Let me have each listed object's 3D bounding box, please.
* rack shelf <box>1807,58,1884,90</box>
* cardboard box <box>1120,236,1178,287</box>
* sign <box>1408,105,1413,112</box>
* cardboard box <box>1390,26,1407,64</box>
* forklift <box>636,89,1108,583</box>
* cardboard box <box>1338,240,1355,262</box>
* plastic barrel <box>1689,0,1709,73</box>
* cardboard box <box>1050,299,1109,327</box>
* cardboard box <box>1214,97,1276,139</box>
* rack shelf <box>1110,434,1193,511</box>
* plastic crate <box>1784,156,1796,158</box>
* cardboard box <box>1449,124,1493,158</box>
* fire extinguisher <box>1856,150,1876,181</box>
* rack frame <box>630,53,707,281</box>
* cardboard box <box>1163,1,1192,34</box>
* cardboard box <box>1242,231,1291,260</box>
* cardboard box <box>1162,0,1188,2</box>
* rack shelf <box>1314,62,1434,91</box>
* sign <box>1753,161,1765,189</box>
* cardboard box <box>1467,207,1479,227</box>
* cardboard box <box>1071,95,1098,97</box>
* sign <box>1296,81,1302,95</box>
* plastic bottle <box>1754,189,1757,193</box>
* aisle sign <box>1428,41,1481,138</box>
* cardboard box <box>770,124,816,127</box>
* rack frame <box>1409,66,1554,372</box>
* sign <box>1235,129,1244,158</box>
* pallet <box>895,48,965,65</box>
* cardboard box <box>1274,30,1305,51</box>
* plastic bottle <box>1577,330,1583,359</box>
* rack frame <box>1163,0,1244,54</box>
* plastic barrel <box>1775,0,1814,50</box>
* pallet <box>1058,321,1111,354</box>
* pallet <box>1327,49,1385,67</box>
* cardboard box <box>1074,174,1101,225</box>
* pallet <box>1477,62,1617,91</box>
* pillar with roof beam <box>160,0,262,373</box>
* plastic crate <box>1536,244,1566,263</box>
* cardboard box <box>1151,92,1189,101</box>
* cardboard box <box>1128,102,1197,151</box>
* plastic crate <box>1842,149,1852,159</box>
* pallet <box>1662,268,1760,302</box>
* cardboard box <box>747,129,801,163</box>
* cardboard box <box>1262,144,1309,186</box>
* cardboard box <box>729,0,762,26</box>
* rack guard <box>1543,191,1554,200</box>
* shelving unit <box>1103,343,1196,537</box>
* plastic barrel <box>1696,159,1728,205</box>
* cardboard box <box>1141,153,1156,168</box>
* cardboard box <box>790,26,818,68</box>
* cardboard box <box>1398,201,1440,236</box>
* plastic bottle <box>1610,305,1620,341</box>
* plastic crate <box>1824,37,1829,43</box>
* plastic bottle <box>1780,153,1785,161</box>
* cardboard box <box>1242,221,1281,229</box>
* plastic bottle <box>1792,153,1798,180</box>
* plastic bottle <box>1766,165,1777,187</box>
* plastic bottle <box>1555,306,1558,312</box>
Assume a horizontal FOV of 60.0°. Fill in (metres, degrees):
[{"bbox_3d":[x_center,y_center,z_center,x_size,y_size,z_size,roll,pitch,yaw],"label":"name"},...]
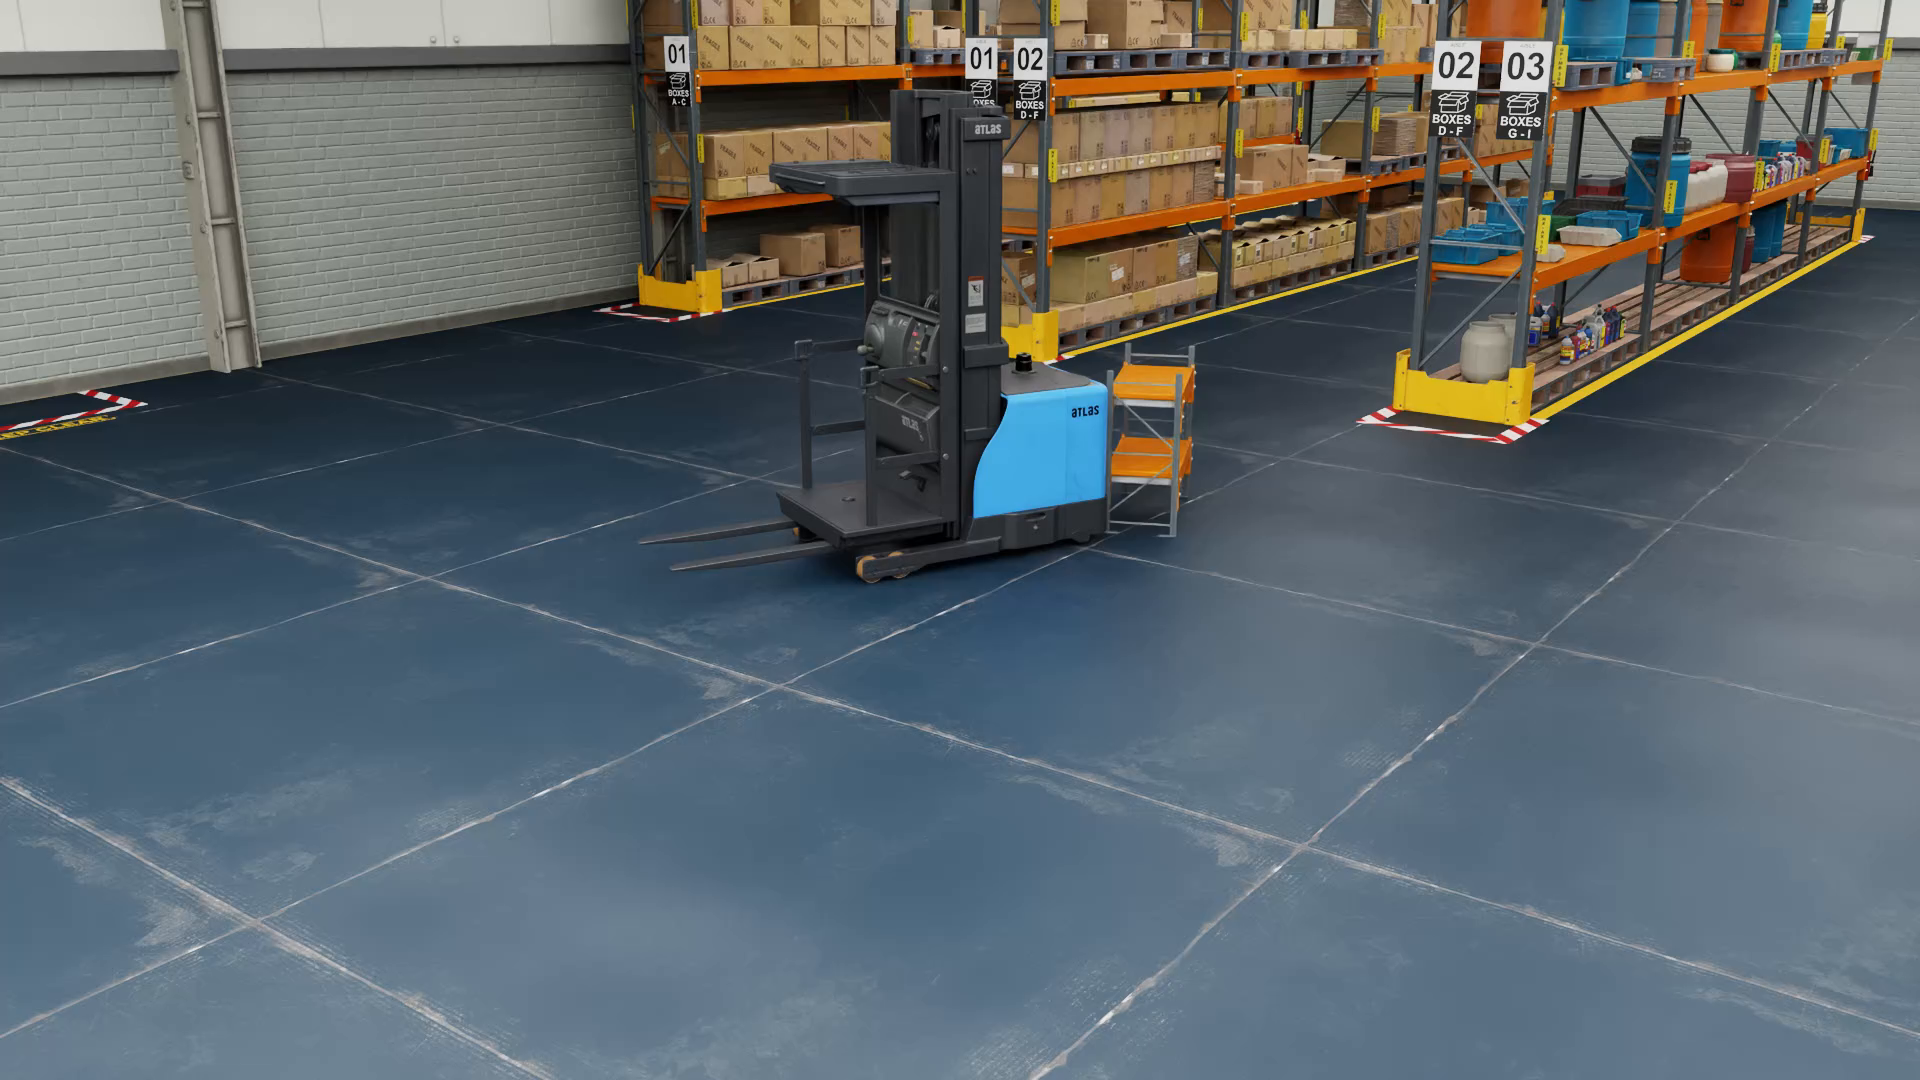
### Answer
[{"bbox_3d":[12.809,-6.960,24.754,1.077,0.370,4.000,12,21,35],"label":"rack shelf"},{"bbox_3d":[2.172,-3.225,19.236,0.500,0.500,0.500,12,21,35],"label":"cardboard box"},{"bbox_3d":[7.201,-6.779,26.554,0.100,0.325,0.005,12,21,35],"label":"sign"},{"bbox_3d":[5.795,-7.030,23.597,0.910,0.500,0.500,12,21,35],"label":"cardboard box"},{"bbox_3d":[-0.552,-1.310,10.520,3.031,2.935,1.130,-9,20,-27],"label":"forklift"},{"bbox_3d":[5.140,-4.037,23.115,0.500,0.250,0.500,13,21,36],"label":"cardboard box"},{"bbox_3d":[8.180,-5.767,18.974,0.600,0.830,0.708,12,21,35],"label":"plastic barrel"},{"bbox_3d":[1.284,-2.509,18.192,0.500,0.250,0.500,12,21,35],"label":"cardboard box"},{"bbox_3d":[5.324,-7.943,31.258,0.980,0.700,0.700,12,21,34],"label":"cardboard box"},{"bbox_3d":[1.334,-0.489,11.746,0.538,0.278,1.000,4,18,12],"label":"rack shelf"},{"bbox_3d":[12.068,-5.606,24.602,0.437,0.125,0.590,12,21,35],"label":"plastic crate"},{"bbox_3d":[8.164,-6.392,26.601,0.500,0.500,0.500,13,22,36],"label":"cardboard box"},{"bbox_3d":[14.455,-6.088,26.550,0.296,0.674,0.183,12,21,35],"label":"fire extinguisher"},{"bbox_3d":[-3.489,-4.287,19.992,1.000,3.000,0.127,12,21,35],"label":"rack frame"},{"bbox_3d":[2.363,-6.040,19.465,0.500,0.500,0.500,15,22,39],"label":"cardboard box"},{"bbox_3d":[3.931,-3.817,21.460,0.500,0.311,0.500,12,21,33],"label":"cardboard box"},{"bbox_3d":[3.889,-9.320,29.253,0.500,0.500,0.500,12,21,34],"label":"cardboard box"},{"bbox_3d":[6.450,-6.884,24.508,1.077,0.370,4.000,12,21,35],"label":"rack shelf"},{"bbox_3d":[9.680,-4.425,20.159,0.100,0.325,0.005,12,21,35],"label":"sign"},{"bbox_3d":[8.065,-5.259,26.912,0.500,0.311,0.500,12,21,35],"label":"cardboard box"},{"bbox_3d":[1.959,-7.148,27.237,0.500,0.250,0.500,12,21,33],"label":"cardboard box"},{"bbox_3d":[6.472,-8.665,31.737,0.100,0.325,0.005,12,21,35],"label":"sign"},{"bbox_3d":[9.984,-4.503,20.882,0.061,0.283,0.133,12,21,35],"label":"plastic bottle"},{"bbox_3d":[4.186,-3.814,14.083,0.394,0.787,0.004,12,21,35],"label":"aisle sign"},{"bbox_3d":[-2.166,-5.221,21.953,0.500,0.500,0.500,13,22,36],"label":"cardboard box"},{"bbox_3d":[4.467,-2.537,14.355,1.000,3.000,0.127,12,21,35],"label":"rack frame"},{"bbox_3d":[3.321,-4.719,19.789,0.100,0.325,0.005,12,21,35],"label":"sign"},{"bbox_3d":[-0.653,-6.711,23.056,1.213,0.211,1.003,12,21,35],"label":"pallet"},{"bbox_3d":[4.063,-6.372,21.191,0.500,0.250,0.500,10,20,30],"label":"cardboard box"},{"bbox_3d":[6.002,-1.902,16.170,0.097,0.271,0.097,0,17,0],"label":"plastic bottle"},{"bbox_3d":[2.875,-7.231,19.354,1.000,3.000,0.127,12,21,35],"label":"rack frame"},{"bbox_3d":[10.723,-6.834,21.581,0.600,0.901,0.708,12,21,35],"label":"plastic barrel"},{"bbox_3d":[0.913,-2.271,18.200,1.003,0.211,1.213,12,21,35],"label":"pallet"},{"bbox_3d":[4.925,-6.483,22.324,1.213,0.211,1.003,14,22,37],"label":"pallet"},{"bbox_3d":[1.089,-3.696,17.918,0.700,0.500,0.500,13,22,36],"label":"cardboard box"},{"bbox_3d":[5.039,-4.059,14.517,1.003,0.211,1.213,12,21,35],"label":"pallet"},{"bbox_3d":[-3.885,-5.282,13.080,9.100,9.000,0.400,12,21,35],"label":"pillar with roof beam"},{"bbox_3d":[5.259,-2.567,14.897,0.298,0.136,0.250,12,21,35],"label":"plastic crate"},{"bbox_3d":[3.588,-7.547,28.519,0.500,0.250,0.500,13,22,36],"label":"cardboard box"},{"bbox_3d":[2.315,-4.806,19.305,0.700,0.500,0.500,12,21,35],"label":"cardboard box"},{"bbox_3d":[13.660,-6.024,25.928,0.396,0.136,0.243,12,21,35],"label":"plastic crate"},{"bbox_3d":[9.670,-3.306,21.533,1.003,0.211,1.213,12,21,35],"label":"pallet"},{"bbox_3d":[-2.348,-4.882,20.861,0.500,0.500,0.500,12,21,33],"label":"cardboard box"},{"bbox_3d":[4.271,-4.964,22.001,0.500,0.500,0.500,11,20,32],"label":"cardboard box"},{"bbox_3d":[-2.725,-6.414,19.894,0.500,0.500,0.500,12,21,34],"label":"cardboard box"},{"bbox_3d":[9.979,-6.012,29.760,1.175,0.500,0.348,12,21,35],"label":"rack guard"},{"bbox_3d":[1.334,-0.723,11.674,0.538,1.125,1.048,4,18,12],"label":"shelving unit"},{"bbox_3d":[8.792,-4.213,19.563,0.421,0.512,0.421,0,17,0],"label":"plastic barrel"},{"bbox_3d":[1.971,-4.255,18.624,0.380,0.149,0.250,13,22,36],"label":"cardboard box"},{"bbox_3d":[-2.132,-6.190,20.859,0.500,0.500,0.500,14,22,38],"label":"cardboard box"},{"bbox_3d":[6.977,-4.884,25.385,0.500,0.500,0.500,13,21,35],"label":"cardboard box"},{"bbox_3d":[6.698,-2.230,17.092,0.144,0.351,0.185,12,21,33],"label":"plastic bottle"},{"bbox_3d":[12.869,-7.435,25.175,0.504,0.338,0.767,12,21,35],"label":"plastic crate"},{"bbox_3d":[11.216,-5.120,22.757,0.144,0.351,0.185,12,21,35],"label":"plastic bottle"},{"bbox_3d":[4.098,-4.153,22.542,0.500,0.311,0.500,12,21,33],"label":"cardboard box"},{"bbox_3d":[11.332,-5.095,22.675,0.144,0.351,0.185,12,21,35],"label":"plastic bottle"},{"bbox_3d":[10.578,-4.759,21.721,0.152,0.276,0.135,12,21,35],"label":"plastic bottle"},{"bbox_3d":[6.224,-2.303,17.442,0.061,0.283,0.133,12,21,35],"label":"plastic bottle"}]
